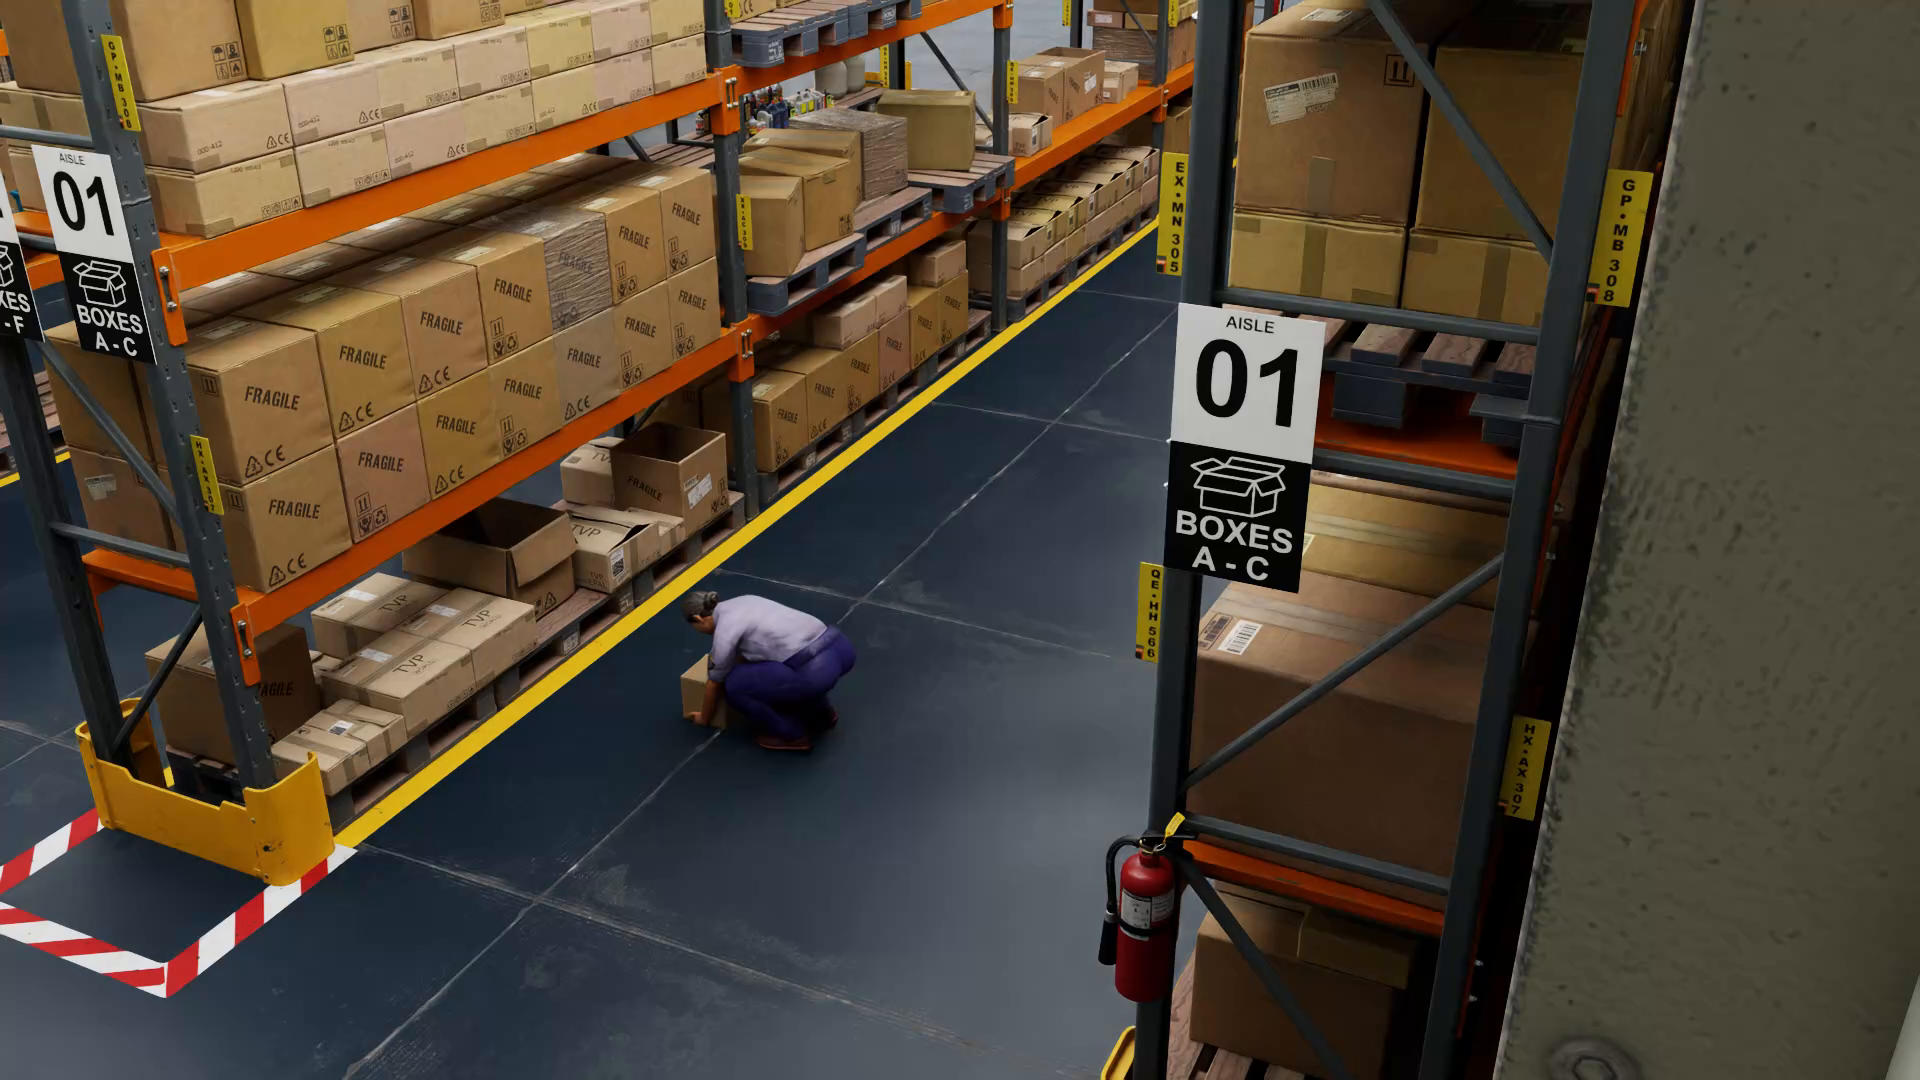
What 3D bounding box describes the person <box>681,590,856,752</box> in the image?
[{"bbox_3d":[-0.963,0.628,8.286,0.874,0.761,0.510,11,28,21],"label":"person"}]
